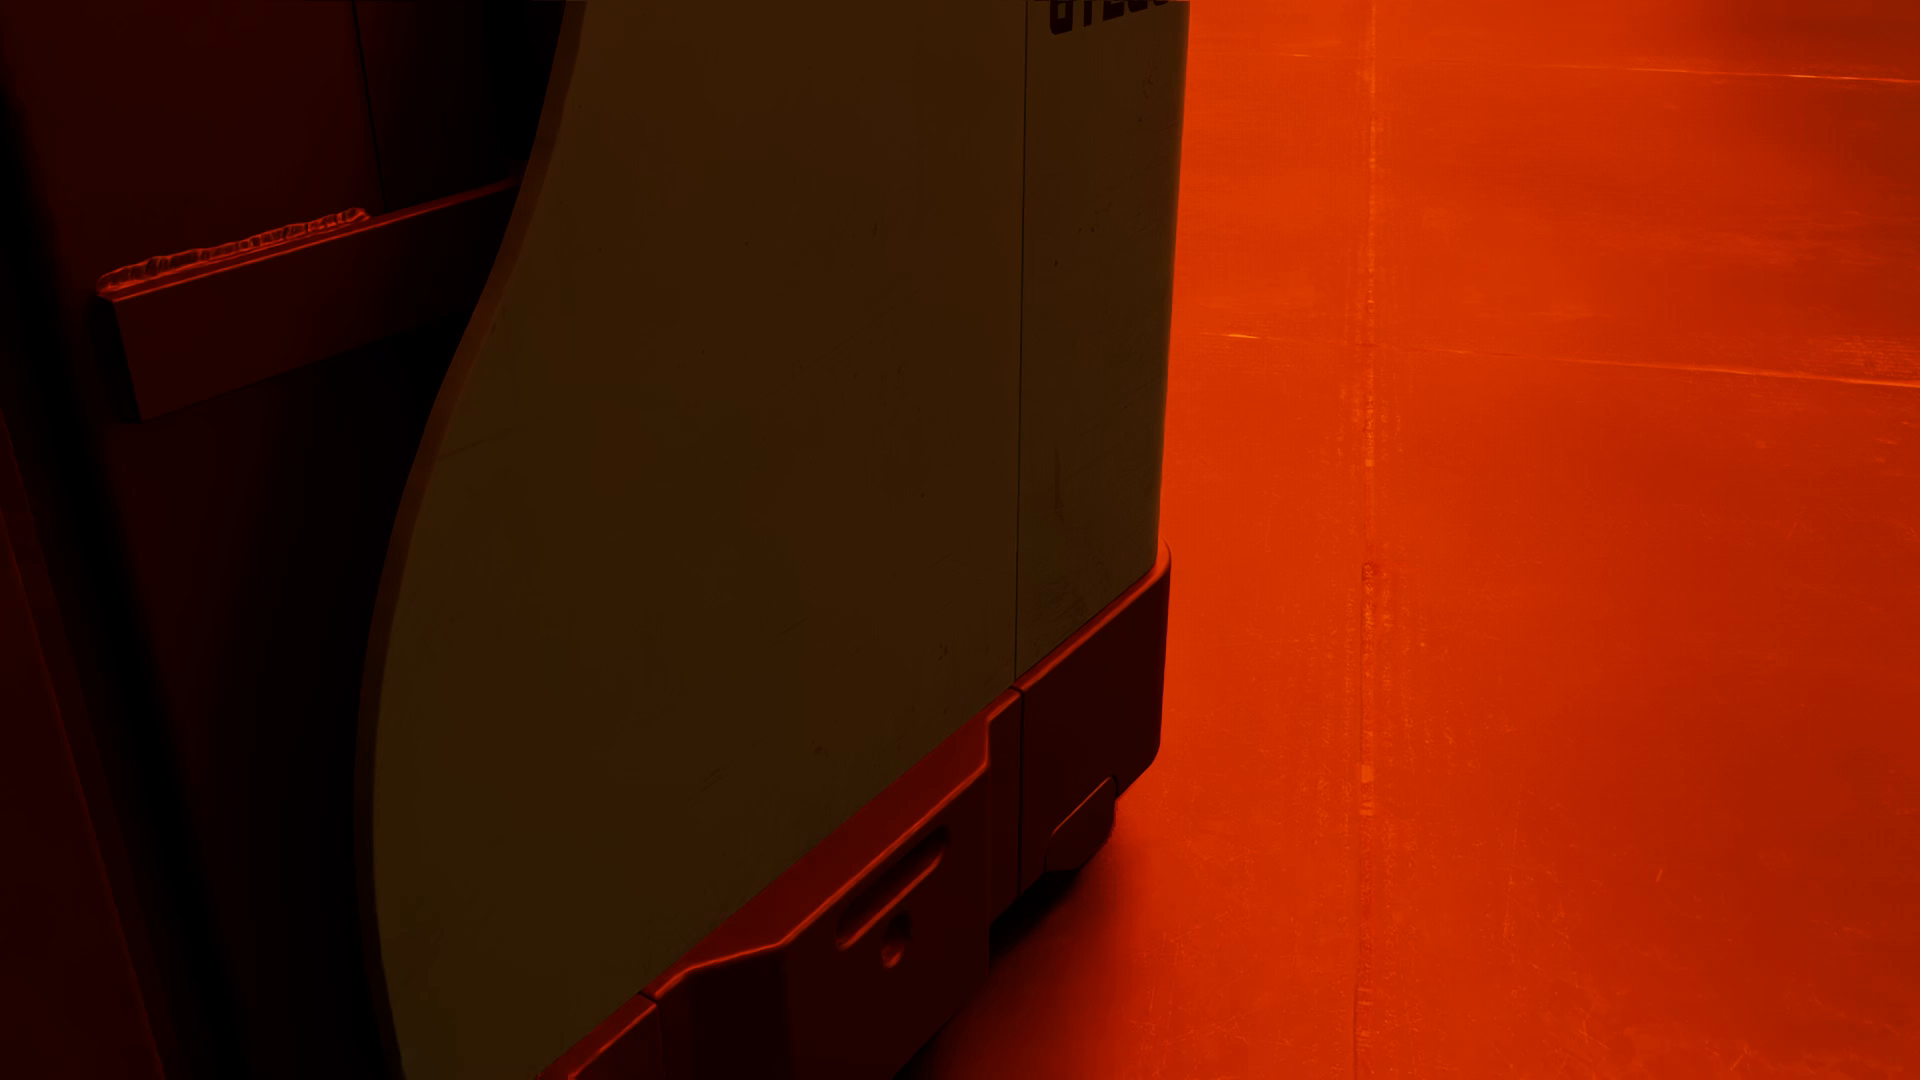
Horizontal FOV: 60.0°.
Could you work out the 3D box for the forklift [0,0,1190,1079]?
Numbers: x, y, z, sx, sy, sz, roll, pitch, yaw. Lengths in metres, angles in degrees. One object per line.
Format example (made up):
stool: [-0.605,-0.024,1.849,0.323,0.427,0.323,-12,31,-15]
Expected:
forklift: [-1.011,-0.597,0.430,1.130,2.935,3.031,17,31,30]
